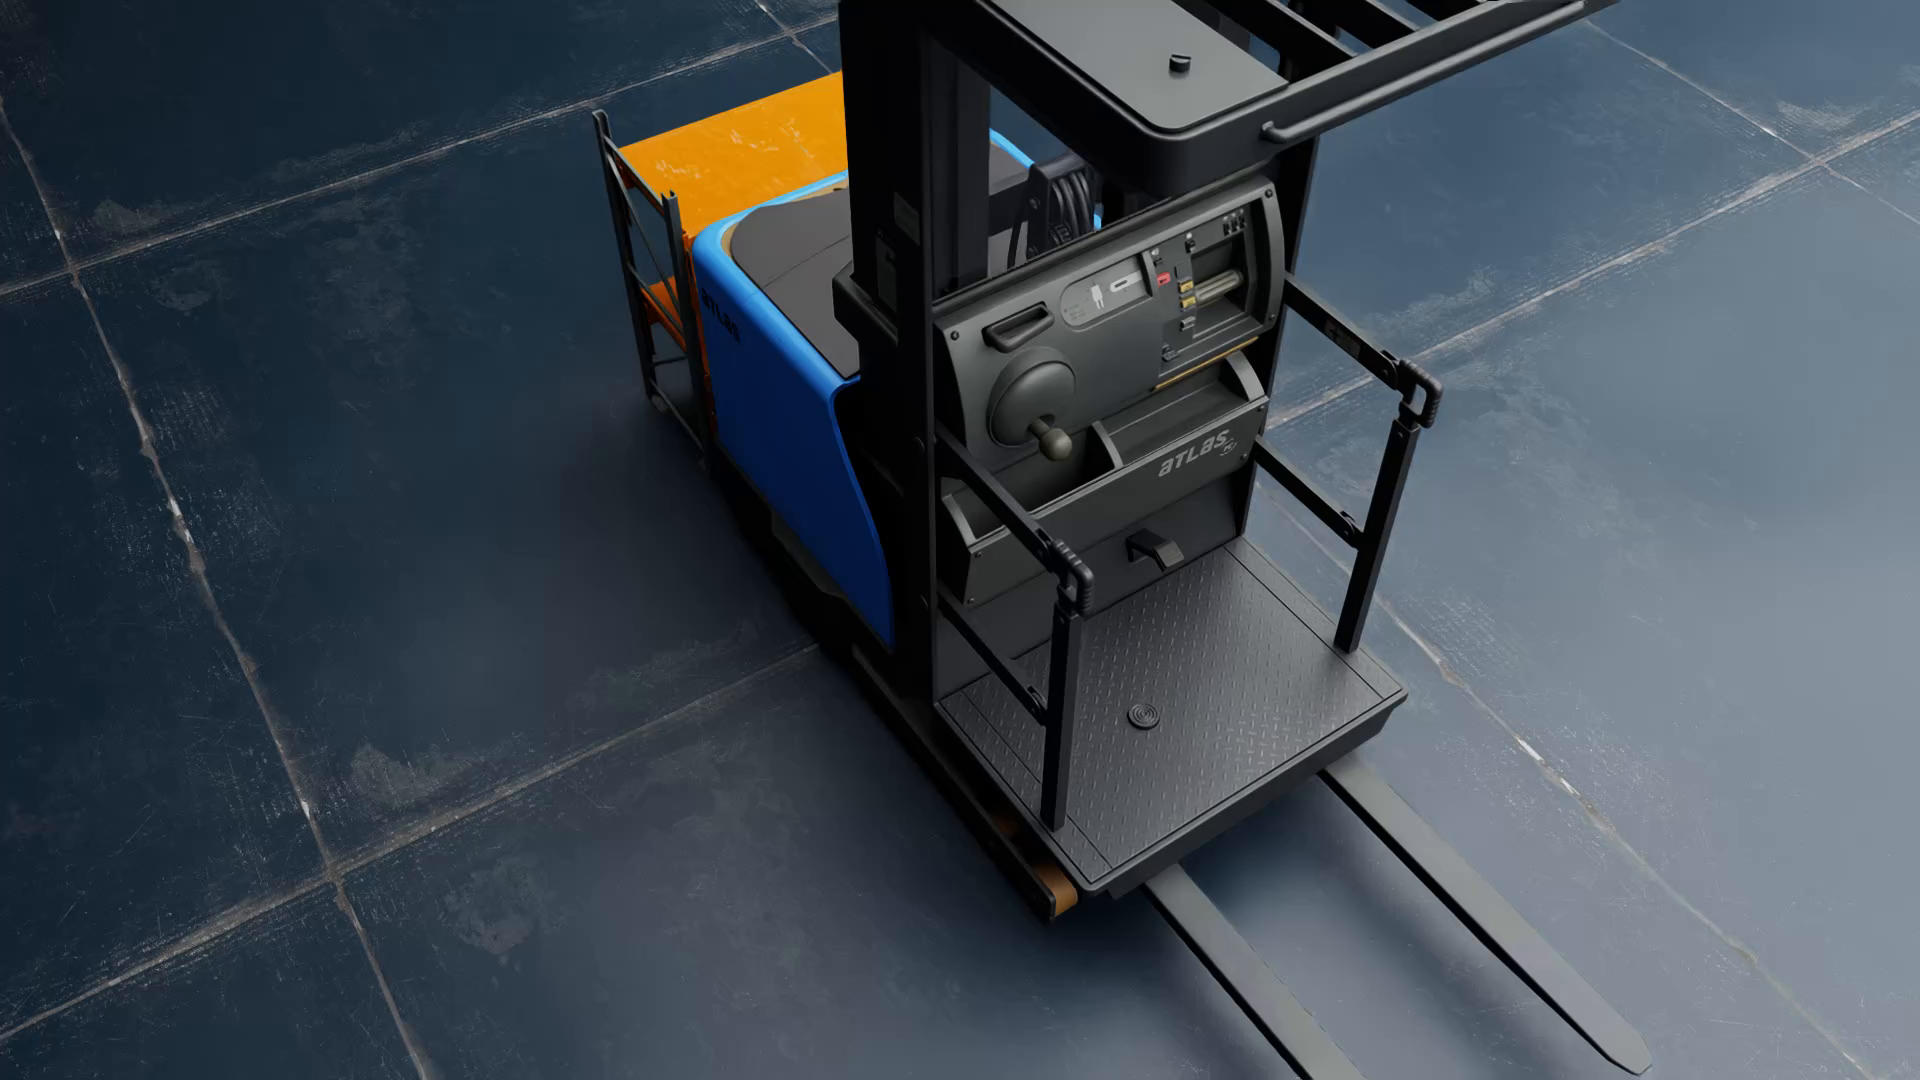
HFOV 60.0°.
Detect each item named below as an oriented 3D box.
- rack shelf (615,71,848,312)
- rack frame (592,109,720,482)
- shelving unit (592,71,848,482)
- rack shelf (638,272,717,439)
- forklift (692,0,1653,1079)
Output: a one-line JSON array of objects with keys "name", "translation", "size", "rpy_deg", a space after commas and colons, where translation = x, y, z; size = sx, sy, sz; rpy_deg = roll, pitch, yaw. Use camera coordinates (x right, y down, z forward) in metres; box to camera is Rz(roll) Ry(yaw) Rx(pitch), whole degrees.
[{"name": "rack shelf", "translation": [-0.500, -1.126, 5.107], "size": [1.000, 0.278, 0.538], "rpy_deg": [-26, 53, -21]}, {"name": "rack frame", "translation": [-0.927, -0.725, 5.143], "size": [0.032, 1.125, 0.500], "rpy_deg": [-26, 53, -21]}, {"name": "shelving unit", "translation": [-0.500, -0.931, 5.326], "size": [1.048, 1.125, 0.538], "rpy_deg": [-26, 53, -21]}, {"name": "rack shelf", "translation": [-0.500, -0.768, 5.508], "size": [1.000, 0.278, 0.538], "rpy_deg": [-26, 53, -21]}, {"name": "forklift", "translation": [0.488, -0.405, 3.648], "size": [1.130, 2.935, 3.031], "rpy_deg": [-27, 54, -22]}]
